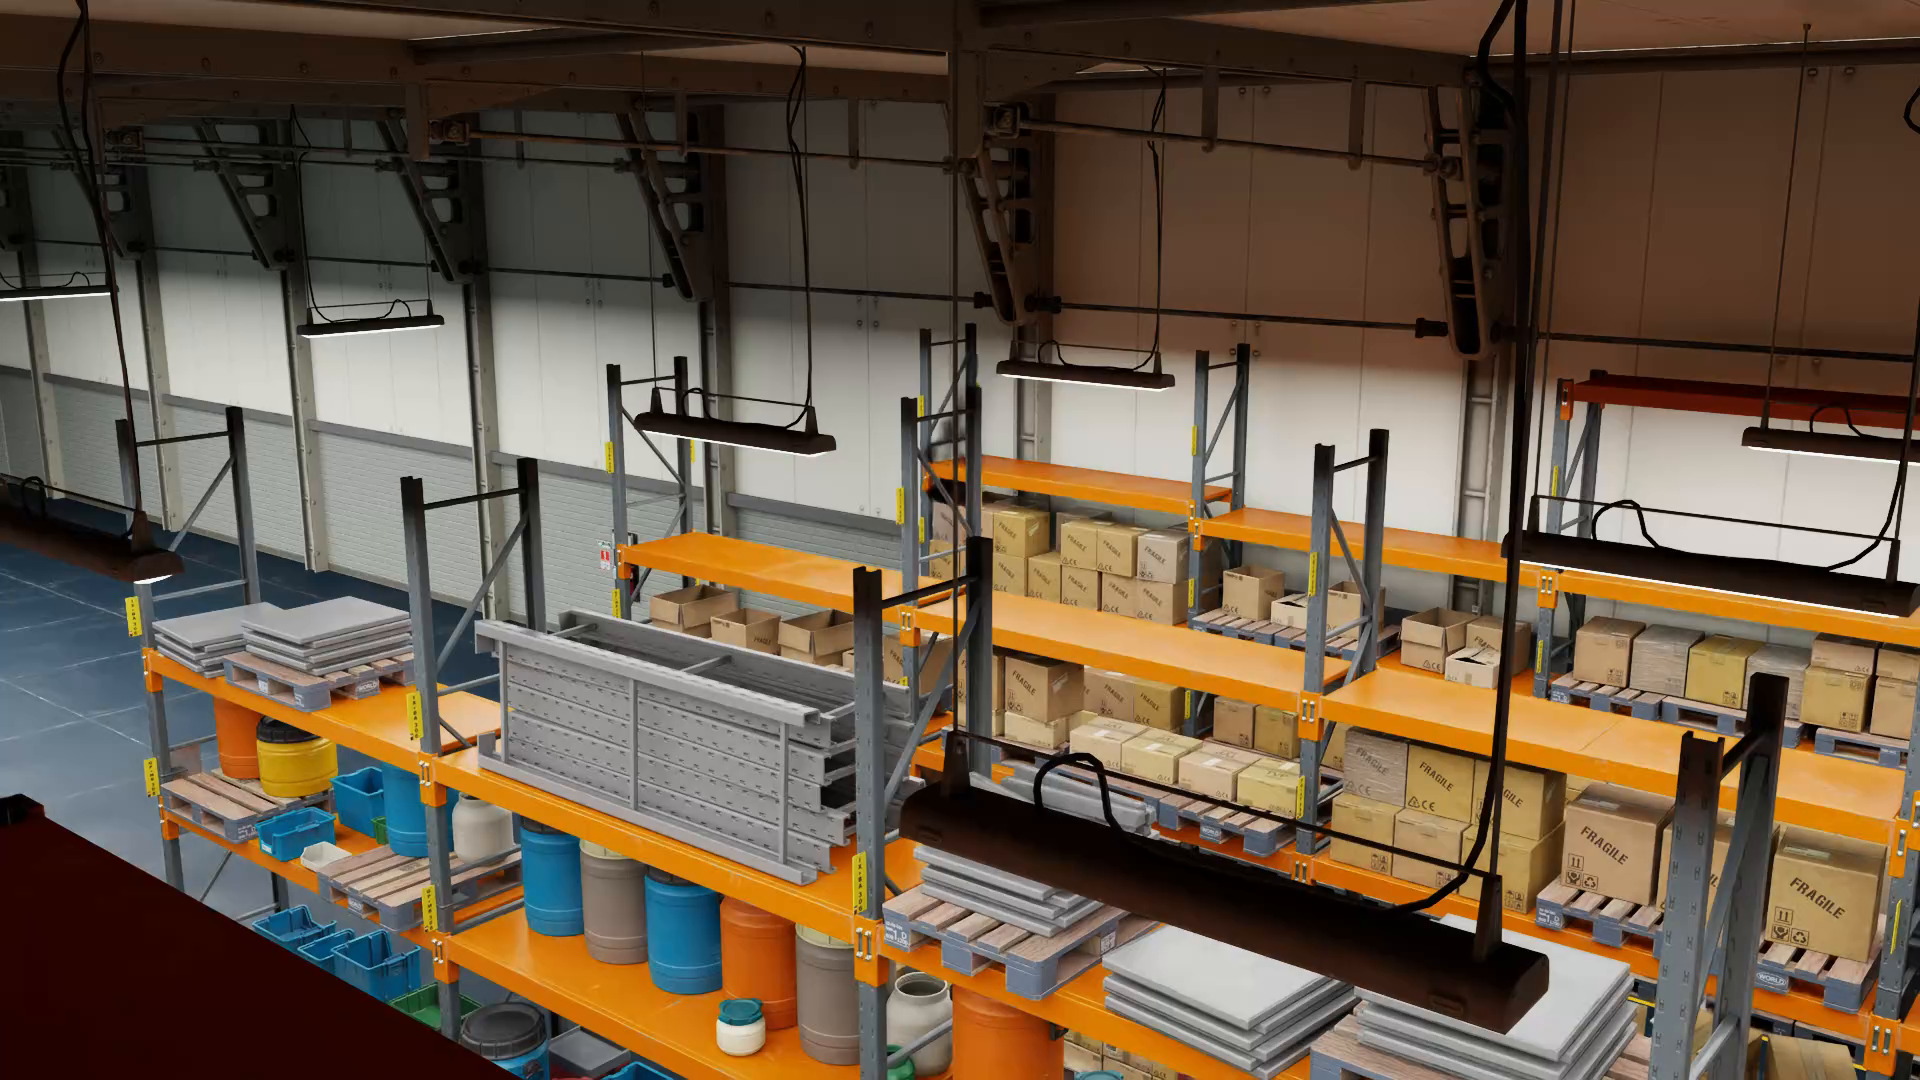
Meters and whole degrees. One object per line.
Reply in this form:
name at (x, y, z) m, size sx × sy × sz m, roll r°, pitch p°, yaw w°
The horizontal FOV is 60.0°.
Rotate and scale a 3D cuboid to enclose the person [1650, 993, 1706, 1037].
person at (6.319, 4.063, 14.359) m, size 0.715 × 1.743 × 0.710 m, roll 8°, pitch 15°, yaw 31°
